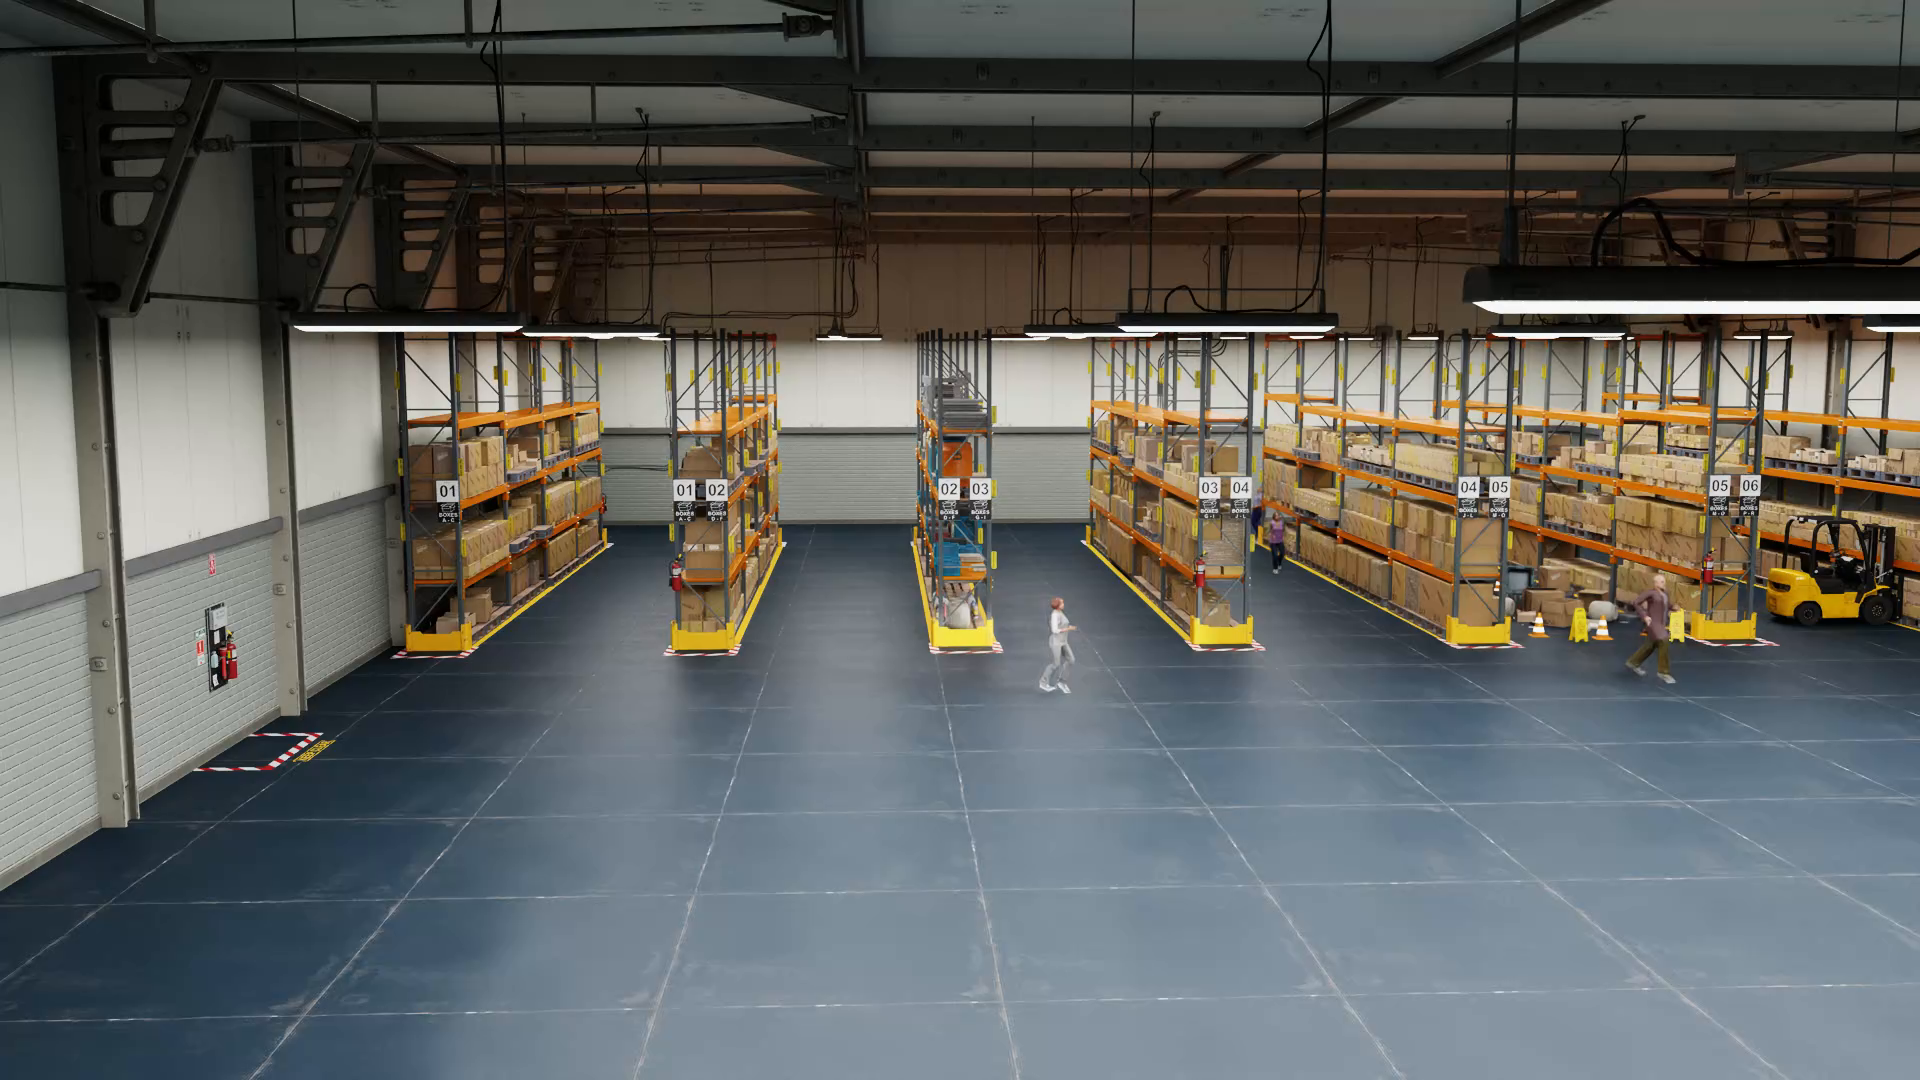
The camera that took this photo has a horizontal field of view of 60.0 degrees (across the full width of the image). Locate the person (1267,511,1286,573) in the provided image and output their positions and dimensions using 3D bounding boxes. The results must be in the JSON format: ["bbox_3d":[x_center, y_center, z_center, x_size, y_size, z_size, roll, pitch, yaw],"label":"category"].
[{"bbox_3d":[7.885,0.069,41.326,0.508,1.558,0.586,0,7,-1],"label":"person"}]

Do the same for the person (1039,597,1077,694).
[{"bbox_3d":[1.620,1.728,27.215,0.661,1.624,0.514,3,7,24],"label":"person"}]

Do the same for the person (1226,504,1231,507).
[{"bbox_3d":[7.465,-0.542,45.784,0.701,1.801,0.626,0,7,2],"label":"person"}]

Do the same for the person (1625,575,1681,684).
[{"bbox_3d":[11.872,1.499,28.413,0.675,1.832,0.935,-6,9,-43],"label":"person"}]

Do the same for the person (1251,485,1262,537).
[{"bbox_3d":[8.766,-0.864,49.264,0.521,1.566,0.718,2,7,16],"label":"person"}]
